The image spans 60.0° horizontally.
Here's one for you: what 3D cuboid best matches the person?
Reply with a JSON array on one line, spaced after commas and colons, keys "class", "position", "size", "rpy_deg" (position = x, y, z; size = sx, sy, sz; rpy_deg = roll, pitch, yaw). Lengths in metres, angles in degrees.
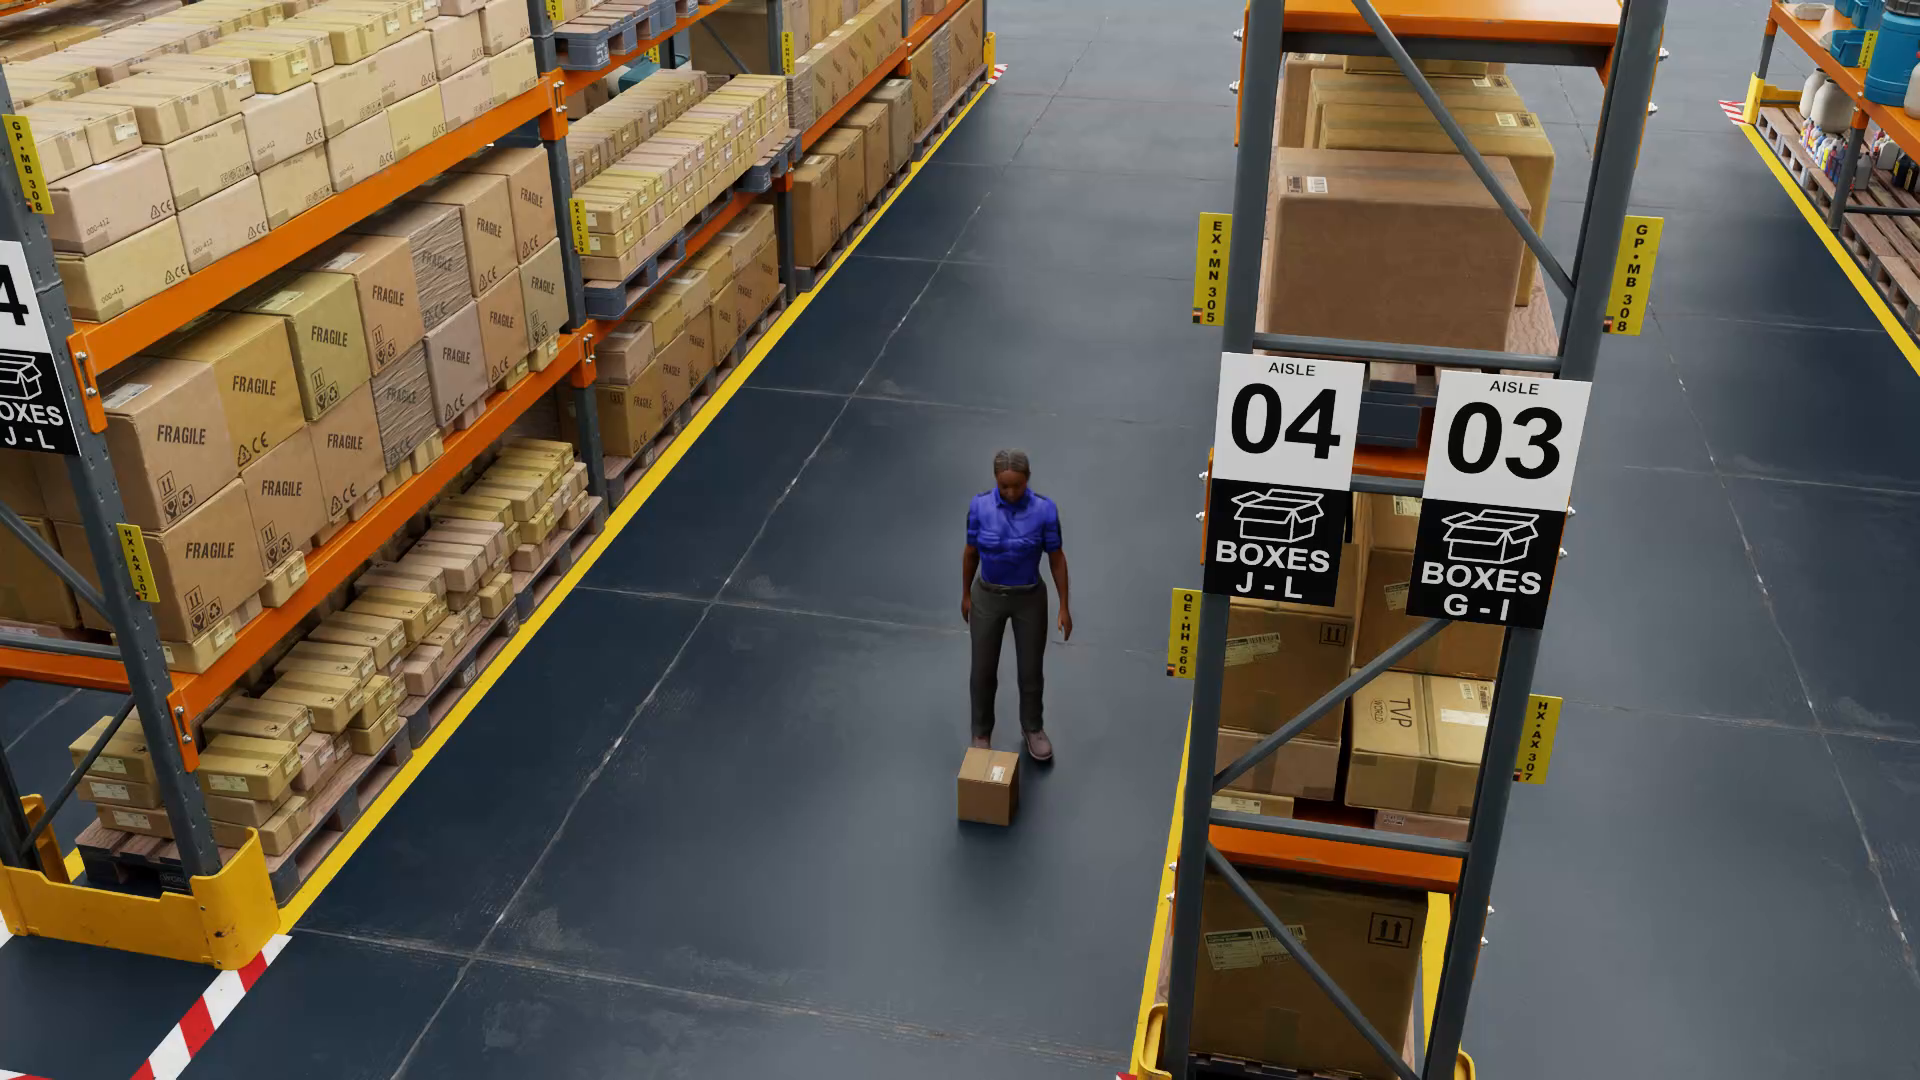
[{"class": "person", "position": [0.269, 0.334, 7.994], "size": [0.542, 1.662, 0.370], "rpy_deg": [2, 29, 3]}]
